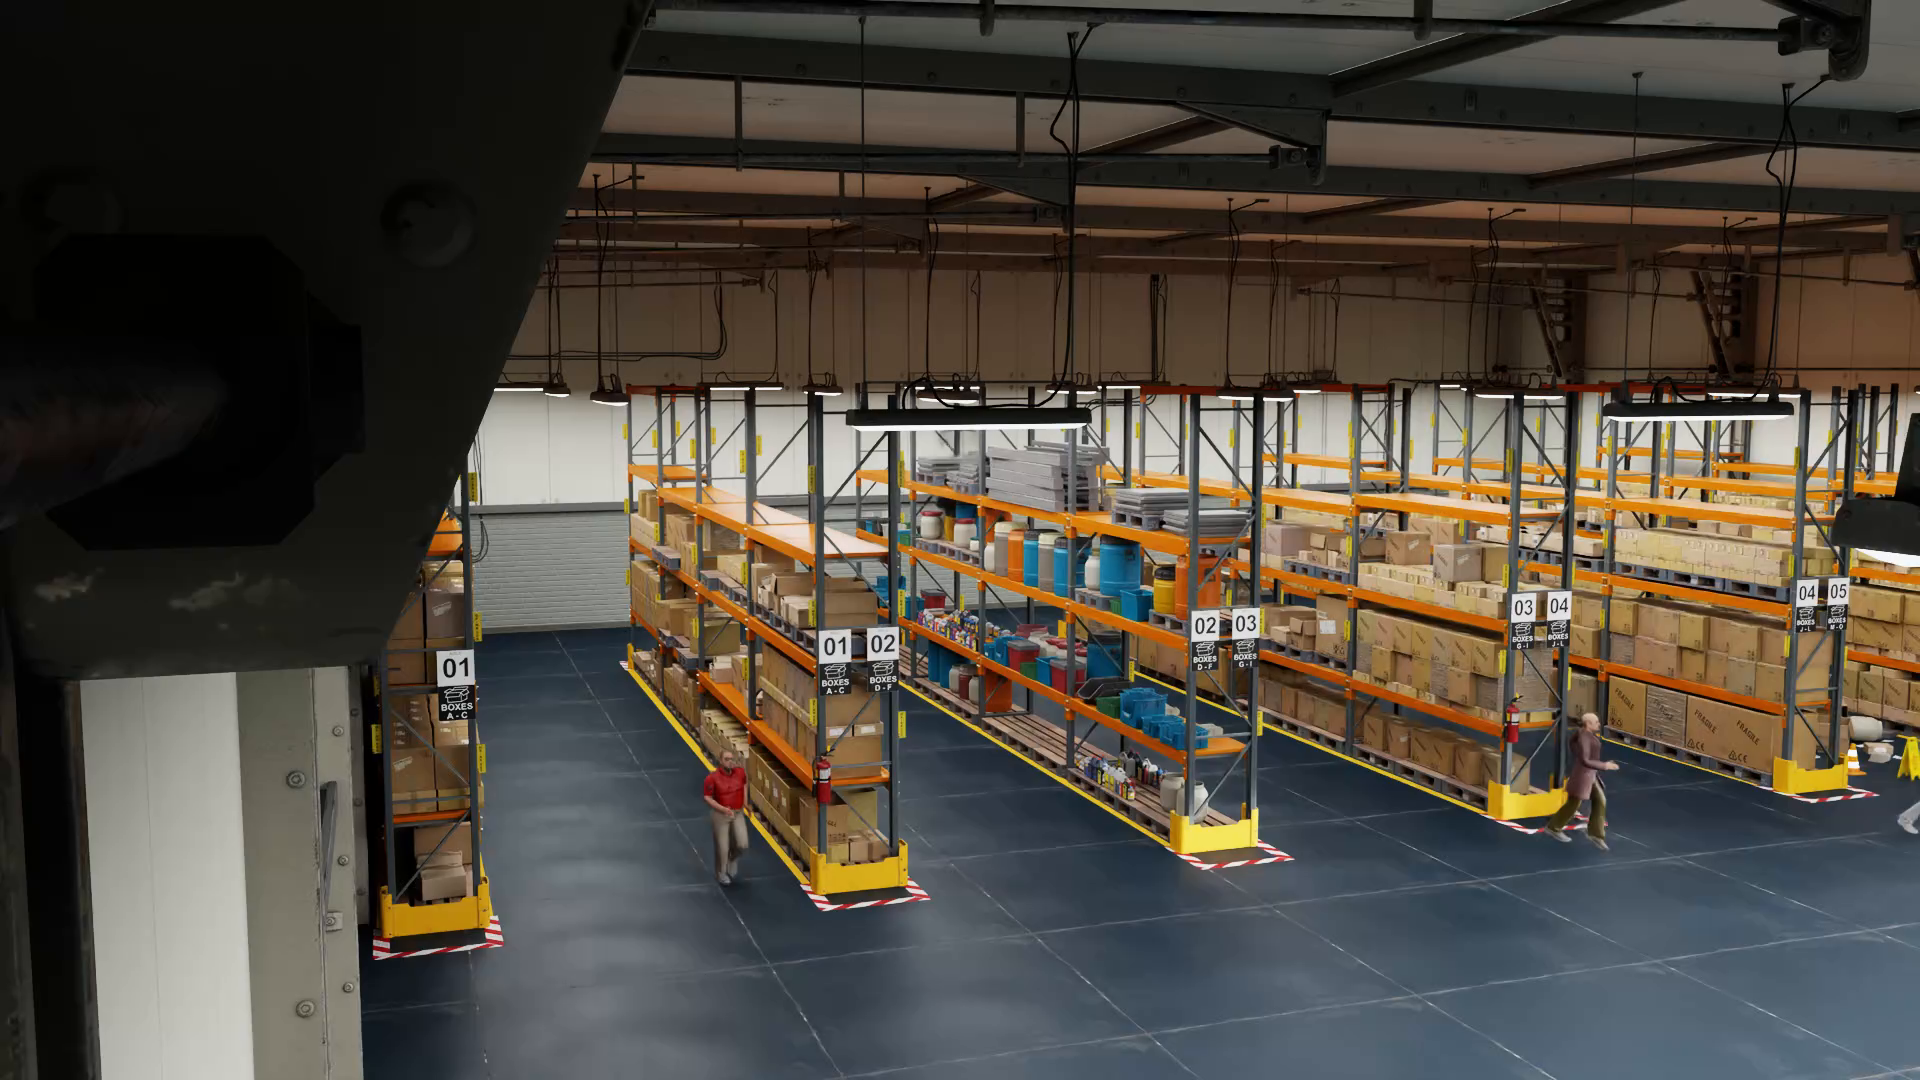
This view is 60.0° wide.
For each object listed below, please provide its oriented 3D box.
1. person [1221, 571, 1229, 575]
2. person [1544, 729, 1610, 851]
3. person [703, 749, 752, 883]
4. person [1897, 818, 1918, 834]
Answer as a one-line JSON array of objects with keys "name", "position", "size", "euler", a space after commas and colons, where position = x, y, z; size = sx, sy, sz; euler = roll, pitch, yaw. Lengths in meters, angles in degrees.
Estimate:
[{"name": "person", "position": [6.156, 1.456, 39.916], "size": [0.752, 1.525, 0.674], "euler": [1, 6, 11]}, {"name": "person", "position": [8.178, 3.314, 21.990], "size": [0.836, 1.623, 0.605], "euler": [4, 7, 33]}, {"name": "person", "position": [-2.814, 3.393, 20.347], "size": [0.647, 1.679, 0.663], "euler": [-3, 7, -30]}, {"name": "person", "position": [13.213, 3.216, 22.331], "size": [1.042, 1.733, 0.569], "euler": [3, 7, 29]}]
